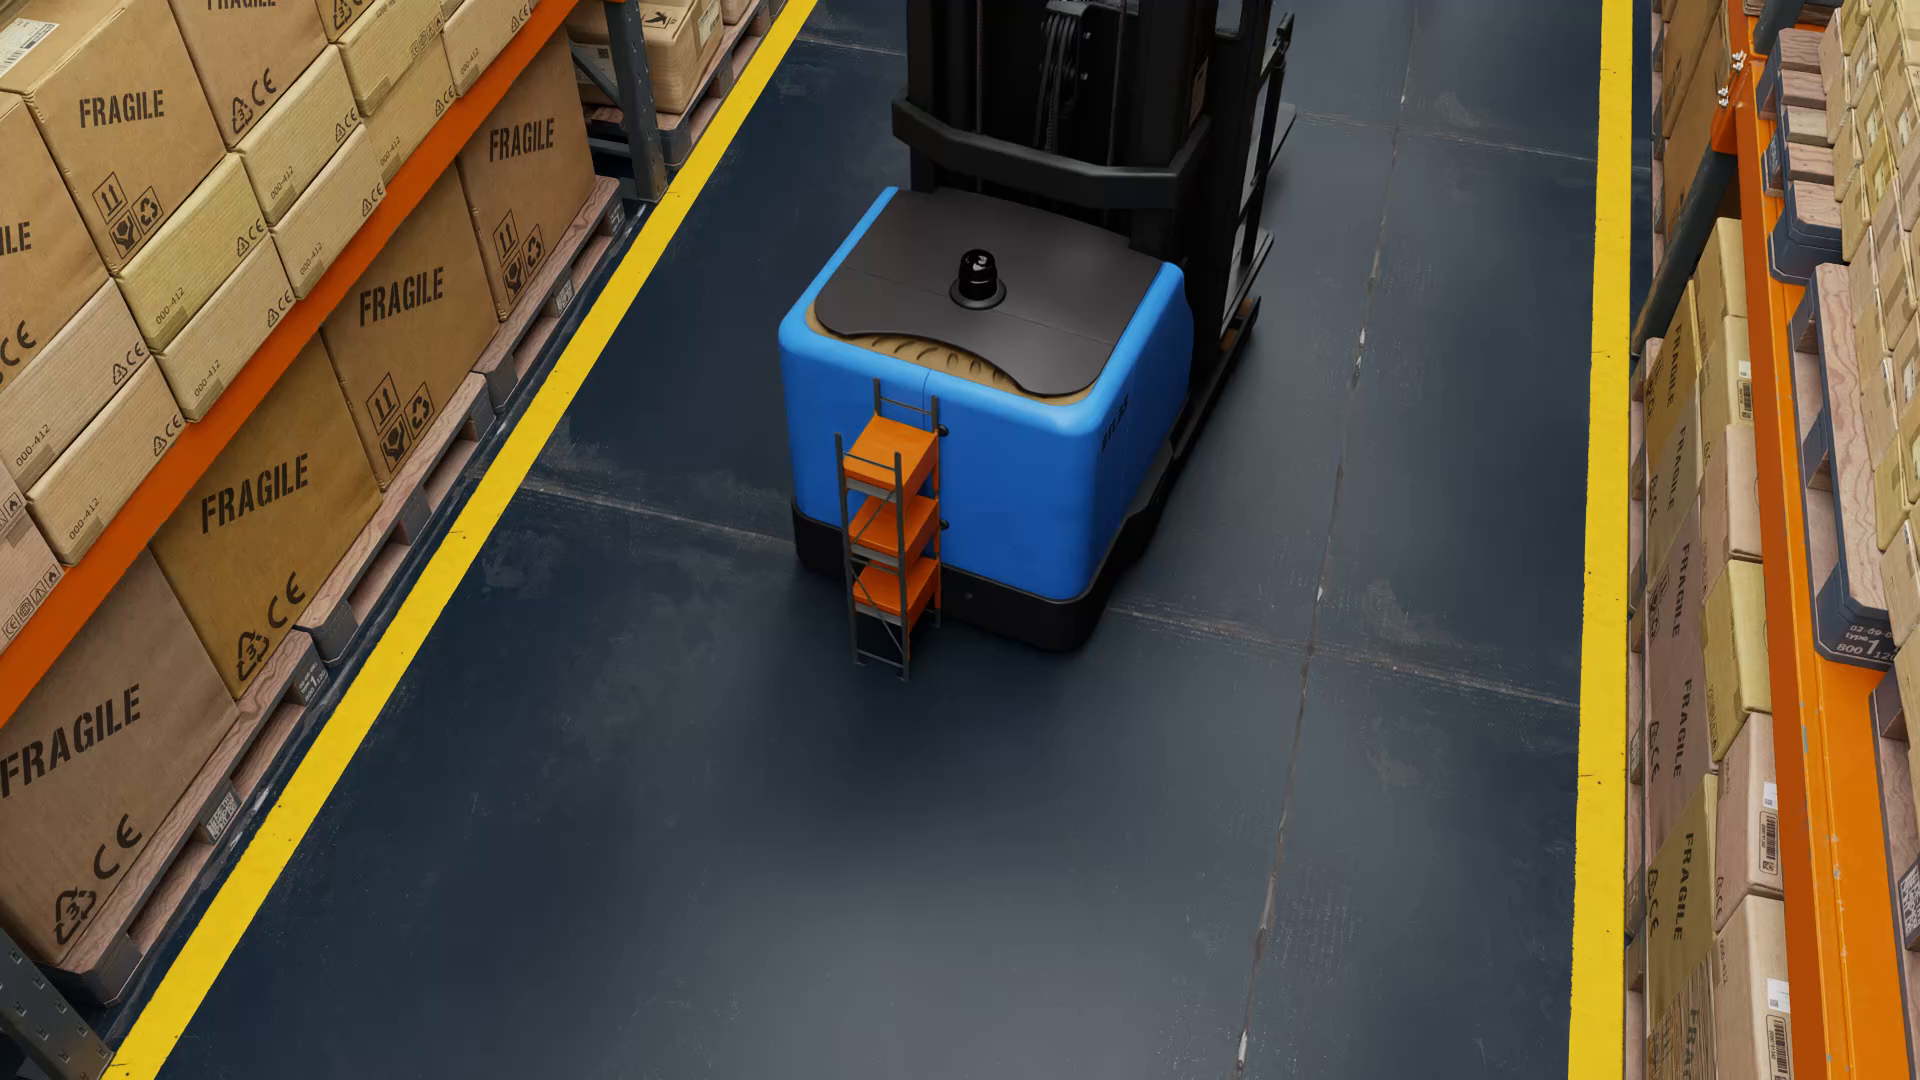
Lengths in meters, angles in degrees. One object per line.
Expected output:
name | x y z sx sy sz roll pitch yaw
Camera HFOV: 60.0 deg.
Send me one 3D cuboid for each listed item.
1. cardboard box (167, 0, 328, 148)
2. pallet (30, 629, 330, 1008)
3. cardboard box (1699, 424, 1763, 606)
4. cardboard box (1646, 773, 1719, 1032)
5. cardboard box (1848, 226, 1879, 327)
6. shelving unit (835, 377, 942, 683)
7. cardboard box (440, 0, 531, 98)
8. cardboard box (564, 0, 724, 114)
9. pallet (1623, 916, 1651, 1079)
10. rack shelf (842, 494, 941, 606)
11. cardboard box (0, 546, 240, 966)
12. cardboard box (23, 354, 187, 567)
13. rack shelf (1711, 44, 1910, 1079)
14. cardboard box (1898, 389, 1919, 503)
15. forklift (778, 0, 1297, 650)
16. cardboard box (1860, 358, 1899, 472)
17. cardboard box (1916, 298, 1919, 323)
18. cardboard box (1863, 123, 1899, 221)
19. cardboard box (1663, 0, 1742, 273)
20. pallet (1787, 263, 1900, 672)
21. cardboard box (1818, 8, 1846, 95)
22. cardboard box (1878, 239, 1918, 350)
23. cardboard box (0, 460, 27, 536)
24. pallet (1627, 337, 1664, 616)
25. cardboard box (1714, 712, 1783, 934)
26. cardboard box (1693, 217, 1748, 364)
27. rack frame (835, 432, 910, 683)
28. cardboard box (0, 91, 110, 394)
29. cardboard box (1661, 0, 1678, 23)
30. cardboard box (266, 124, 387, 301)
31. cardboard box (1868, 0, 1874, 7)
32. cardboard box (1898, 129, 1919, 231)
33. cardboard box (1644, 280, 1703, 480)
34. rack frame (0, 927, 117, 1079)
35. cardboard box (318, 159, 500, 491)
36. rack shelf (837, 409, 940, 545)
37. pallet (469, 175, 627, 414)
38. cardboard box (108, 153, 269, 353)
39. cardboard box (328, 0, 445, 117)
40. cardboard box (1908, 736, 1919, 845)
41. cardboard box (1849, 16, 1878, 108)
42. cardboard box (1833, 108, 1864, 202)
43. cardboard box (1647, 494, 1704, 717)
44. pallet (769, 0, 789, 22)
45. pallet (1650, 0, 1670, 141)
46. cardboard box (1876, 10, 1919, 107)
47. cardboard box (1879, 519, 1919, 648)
cardboard box | -2.025 -1.385 4.238 0.500 0.500 0.500 11 49 9
pallet | -2.659 0.701 4.990 1.003 0.211 1.213 12 50 10
cardboard box | 2.374 -0.025 4.658 0.500 0.250 0.500 12 50 10
cardboard box | 2.100 0.988 4.265 0.500 0.500 0.500 11 49 9
cardboard box | 2.474 -0.632 4.195 0.380 0.149 0.250 13 50 11
shelving unit | -0.205 -0.003 5.053 0.215 1.050 0.252 19 51 16
cardboard box | -1.739 -1.702 5.352 0.500 0.250 0.500 12 50 11
cardboard box | -1.578 -2.218 7.179 0.950 0.372 0.625 9 49 7
pallet | 2.216 1.615 4.184 1.003 0.211 1.213 12 50 10
rack shelf | -0.205 0.004 5.061 0.215 0.259 0.240 19 51 16
cardboard box | -2.703 0.452 4.488 0.875 0.875 0.875 13 50 11
cardboard box | -2.284 -0.239 4.061 0.500 0.250 0.500 10 49 9
rack shelf | 2.539 0.047 4.188 1.077 0.370 4.000 12 50 10
cardboard box | 2.270 -0.180 3.597 0.380 0.149 0.250 12 50 10
forklift | 0.507 -1.738 5.329 1.130 2.935 3.031 19 51 16
cardboard box | 2.336 -0.263 3.869 0.380 0.149 0.250 10 49 9
cardboard box | 2.343 -0.464 3.649 0.380 0.149 0.250 11 49 10
cardboard box | 2.542 -0.909 4.241 0.380 0.149 0.250 12 50 10
cardboard box | 3.313 -1.455 6.254 1.050 0.750 0.750 11 49 10
pallet | 2.584 -0.134 3.996 1.003 0.211 1.213 12 50 10
cardboard box | 2.753 -1.410 4.881 0.380 0.149 0.250 11 49 10
cardboard box | 2.407 -0.550 3.924 0.380 0.149 0.250 11 50 10
cardboard box | -2.402 -0.027 3.540 0.500 0.250 0.500 10 49 9
pallet | 2.858 -0.150 5.742 1.003 0.211 1.213 12 50 10
cardboard box | 2.113 0.738 3.985 0.500 0.250 0.500 14 50 12
cardboard box | 2.650 -0.747 5.295 0.500 0.250 0.500 10 49 8
rack frame | -0.255 0.080 4.979 0.200 1.050 0.008 19 51 16
cardboard box | -2.289 -0.647 3.587 0.500 0.500 0.500 11 50 10
cardboard box | 3.784 -2.762 7.407 1.050 0.750 0.750 12 50 10
cardboard box | -1.993 -0.967 4.703 0.500 0.250 0.500 11 49 9
cardboard box | 2.756 -1.591 4.645 0.380 0.149 0.250 12 50 10
cardboard box | 2.480 -0.836 3.977 0.380 0.149 0.250 14 50 12
cardboard box | 2.633 -0.488 5.567 0.500 0.500 0.500 10 49 8
rack frame | -2.789 0.352 3.439 1.000 3.000 0.127 12 50 10
cardboard box | -2.237 -0.850 5.637 0.875 0.875 0.875 12 50 10
rack shelf | -0.205 -0.184 4.848 0.215 0.259 0.240 19 51 16
pallet | -2.017 -1.063 6.548 1.003 0.211 1.213 12 50 10
cardboard box | -2.133 -0.769 4.195 0.500 0.250 0.500 12 50 11
cardboard box | -1.865 -1.511 4.850 0.500 0.250 0.500 10 49 9
cardboard box | 2.061 0.505 3.191 0.380 0.149 0.250 11 50 10
cardboard box | 2.675 -1.286 4.573 0.380 0.149 0.250 14 50 12
cardboard box | 2.612 -1.021 4.538 0.380 0.149 0.250 14 50 12
cardboard box | 2.374 0.248 4.917 0.500 0.500 0.500 10 49 9
pallet | -1.206 -3.063 8.313 1.003 0.211 1.213 12 50 10
pallet | 3.669 -2.150 7.507 1.003 0.211 1.213 12 50 10
cardboard box | 2.620 -1.223 4.319 0.380 0.149 0.250 11 50 10
cardboard box | 2.195 0.122 3.529 0.380 0.149 0.250 10 49 8
